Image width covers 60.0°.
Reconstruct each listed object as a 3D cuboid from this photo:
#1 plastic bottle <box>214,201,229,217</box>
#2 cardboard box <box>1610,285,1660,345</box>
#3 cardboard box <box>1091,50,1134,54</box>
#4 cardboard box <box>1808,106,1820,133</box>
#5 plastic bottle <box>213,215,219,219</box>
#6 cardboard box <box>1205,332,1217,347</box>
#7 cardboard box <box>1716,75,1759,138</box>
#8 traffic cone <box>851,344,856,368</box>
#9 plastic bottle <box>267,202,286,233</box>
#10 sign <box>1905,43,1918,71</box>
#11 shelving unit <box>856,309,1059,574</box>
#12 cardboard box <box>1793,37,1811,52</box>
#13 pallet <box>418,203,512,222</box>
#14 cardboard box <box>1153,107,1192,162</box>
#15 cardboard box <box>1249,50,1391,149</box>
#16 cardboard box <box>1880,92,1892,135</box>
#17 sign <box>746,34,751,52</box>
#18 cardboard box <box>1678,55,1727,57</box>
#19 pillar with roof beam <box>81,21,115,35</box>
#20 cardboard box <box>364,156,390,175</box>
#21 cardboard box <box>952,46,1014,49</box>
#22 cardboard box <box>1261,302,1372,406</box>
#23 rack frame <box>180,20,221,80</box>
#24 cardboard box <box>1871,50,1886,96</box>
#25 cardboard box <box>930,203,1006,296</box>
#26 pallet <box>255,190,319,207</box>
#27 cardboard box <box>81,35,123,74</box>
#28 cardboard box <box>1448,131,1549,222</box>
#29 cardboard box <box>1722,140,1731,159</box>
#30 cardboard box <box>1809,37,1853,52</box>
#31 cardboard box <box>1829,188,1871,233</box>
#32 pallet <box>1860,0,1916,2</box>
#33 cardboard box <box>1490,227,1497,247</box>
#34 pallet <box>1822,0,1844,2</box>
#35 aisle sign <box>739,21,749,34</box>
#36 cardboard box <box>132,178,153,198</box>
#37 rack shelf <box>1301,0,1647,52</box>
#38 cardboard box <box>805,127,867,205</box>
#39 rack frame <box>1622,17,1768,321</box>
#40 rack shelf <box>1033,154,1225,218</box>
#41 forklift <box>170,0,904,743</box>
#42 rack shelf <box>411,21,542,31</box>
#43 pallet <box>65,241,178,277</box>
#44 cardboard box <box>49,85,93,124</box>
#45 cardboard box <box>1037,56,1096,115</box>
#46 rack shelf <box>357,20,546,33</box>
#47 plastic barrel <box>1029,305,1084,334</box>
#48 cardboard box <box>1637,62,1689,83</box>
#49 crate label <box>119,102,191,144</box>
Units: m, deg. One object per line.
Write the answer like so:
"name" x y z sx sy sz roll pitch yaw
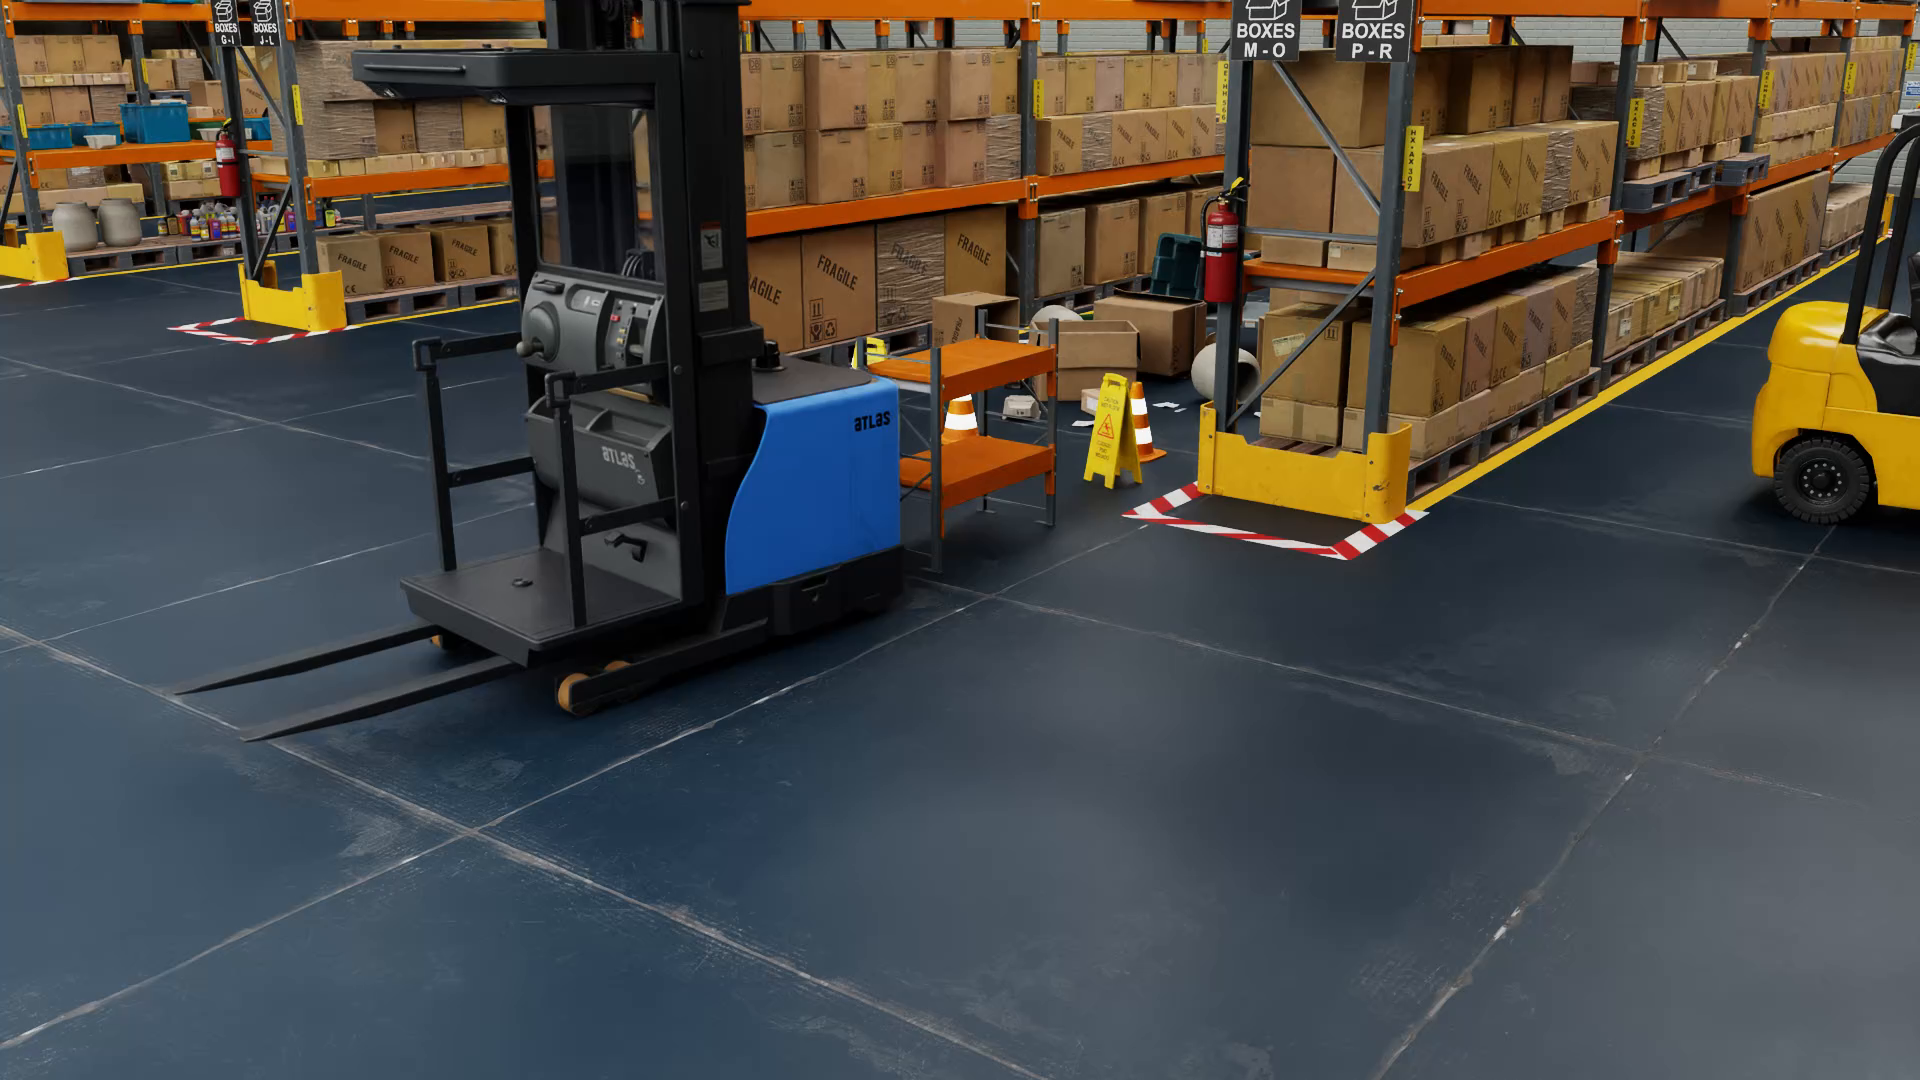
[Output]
"plastic bottle" -8.853 -3.896 19.955 0.144 0.351 0.185 12 21 34
"cardboard box" 5.000 -1.832 13.309 0.950 0.372 0.625 14 22 38
"cardboard box" 2.350 -7.317 25.735 0.500 0.500 0.500 12 21 33
"cardboard box" 8.367 -4.269 16.843 0.500 0.250 0.500 13 22 36
"plastic bottle" -8.841 -3.769 19.800 0.097 0.201 0.097 0 17 0
"cardboard box" 2.054 -1.469 13.026 0.258 0.266 0.396 -1 17 -3
"cardboard box" 6.599 -3.775 14.464 0.500 0.500 0.500 12 21 33
"traffic cone" -0.699 -1.151 11.671 0.336 0.463 0.334 12 21 35
"plastic bottle" -8.132 -3.834 19.756 0.144 0.351 0.185 12 21 34
"sign" 11.841 -6.014 20.702 0.100 0.325 0.005 12 21 35
"shelving unit" 0.004 -0.539 8.582 0.538 1.125 1.048 12 21 35
"cardboard box" 9.202 -5.503 18.458 0.380 0.149 0.250 13 22 36
"pallet" -6.510 -4.370 22.459 1.003 0.211 1.213 12 21 35
"cardboard box" 1.962 -4.048 16.553 0.500 0.500 0.500 12 21 34
"cardboard box" 2.009 -2.464 9.265 0.700 0.500 0.500 12 21 33
"cardboard box" 11.028 -5.217 20.316 0.500 0.500 0.500 12 21 34
"sign" -4.065 -9.551 31.957 0.100 0.325 0.005 12 21 35
"cardboard box" 7.044 -4.360 15.872 0.500 0.500 0.500 13 21 36
"pillar with roof beam" -11.258 -9.867 25.343 9.100 9.000 0.400 12 21 35
"cardboard box" -5.392 -3.407 15.080 0.380 0.149 0.250 12 21 35
"cardboard box" 0.279 -6.458 22.621 0.797 0.503 0.637 13 21 35
"cardboard box" 2.148 -1.119 9.953 0.500 0.500 0.500 13 21 35
"rack frame" -13.246 -7.919 29.187 1.000 3.000 0.127 12 21 35
"cardboard box" 10.431 -5.450 19.380 0.500 0.500 0.500 12 21 34
"cardboard box" -0.203 -2.488 14.574 0.875 0.875 0.875 13 21 36
"pallet" -10.515 -5.234 25.244 1.003 0.211 1.213 12 21 35
"cardboard box" -11.908 -6.652 22.752 0.700 0.500 0.500 13 21 35
"cardboard box" 3.290 -2.258 10.288 0.500 0.500 0.500 12 21 34
"cardboard box" 6.268 -3.300 14.028 0.380 0.149 0.250 11 20 32
"cardboard box" 9.427 -5.359 17.995 0.380 0.149 0.250 12 21 34
"cardboard box" 10.562 -4.030 20.276 0.875 0.438 0.875 13 22 36
"pallet" 10.980 -6.659 20.221 1.003 0.211 1.213 12 21 35
"cardboard box" 3.036 -1.866 10.118 0.380 0.149 0.250 13 22 37
"pallet" 8.524 -5.609 17.012 0.805 0.209 1.217 11 21 33
"aisle sign" -4.212 -10.154 31.999 0.394 0.787 0.004 12 21 35
"cardboard box" -11.635 -5.129 24.132 0.500 0.250 0.500 12 21 34
"rack shelf" 3.072 -3.202 10.152 1.077 0.370 4.000 12 21 35
"cardboard box" -1.226 -2.901 12.776 0.875 0.550 0.550 12 21 35
"rack frame" 6.647 -3.542 15.092 1.000 3.000 0.127 12 21 35
"rack shelf" 1.420 -3.573 16.404 1.077 0.370 4.000 12 21 35
"forklift" -1.650 -0.880 6.637 1.130 2.935 3.031 16 24 42
"rack shelf" -9.671 -10.437 33.451 1.077 0.370 4.000 12 21 35
"pallet" -9.560 -3.150 18.532 1.003 0.211 1.213 12 21 35
"cardboard box" -12.217 -5.906 22.536 0.700 0.500 0.500 12 21 34
"cardboard box" 0.824 -4.207 15.380 0.700 0.500 0.500 12 21 34
"rack shelf" -8.074 -8.610 27.567 1.077 0.370 4.000 12 21 35
"plastic barrel" 0.784 -1.668 13.402 0.421 0.421 0.512 -4 18 -13
"cardboard box" 5.392 -3.616 12.858 0.380 0.149 0.250 14 22 38
"crate label" -9.177 -4.766 18.974 0.502 0.435 0.616 12 21 35
